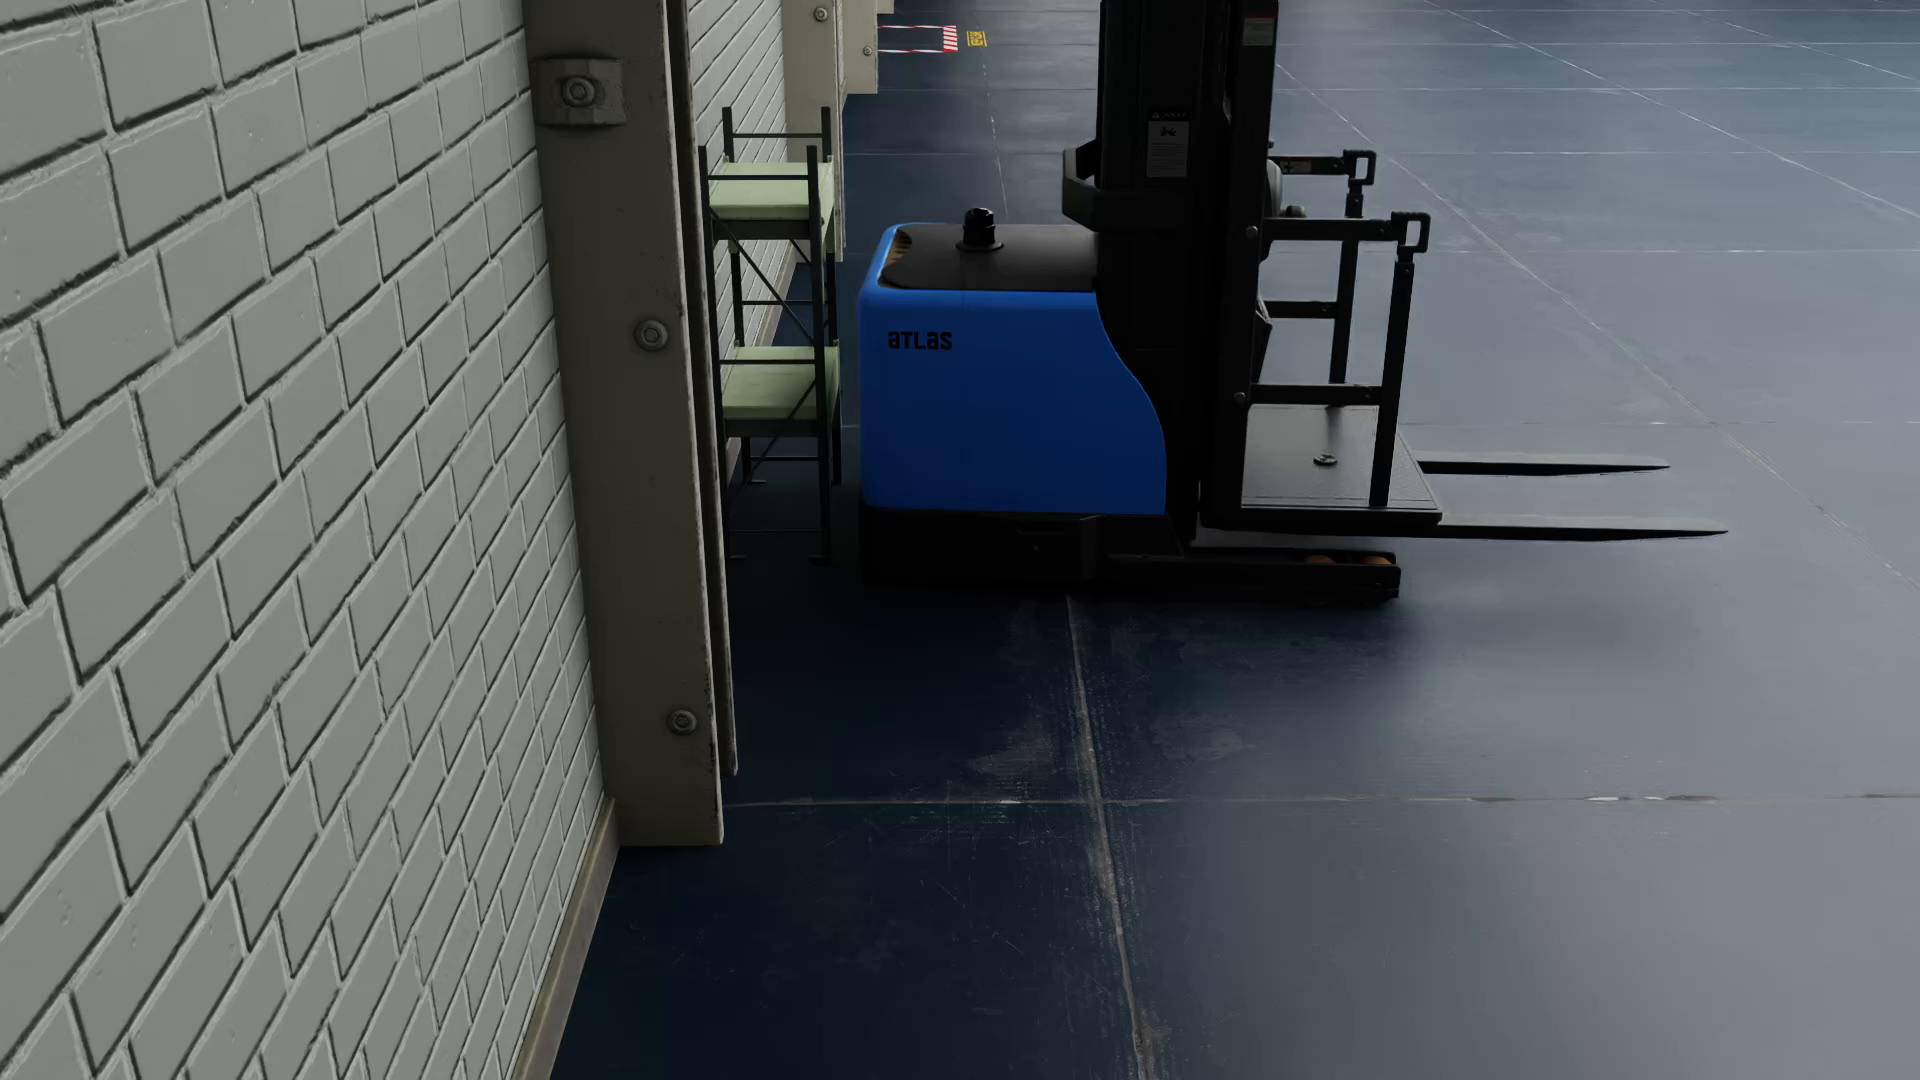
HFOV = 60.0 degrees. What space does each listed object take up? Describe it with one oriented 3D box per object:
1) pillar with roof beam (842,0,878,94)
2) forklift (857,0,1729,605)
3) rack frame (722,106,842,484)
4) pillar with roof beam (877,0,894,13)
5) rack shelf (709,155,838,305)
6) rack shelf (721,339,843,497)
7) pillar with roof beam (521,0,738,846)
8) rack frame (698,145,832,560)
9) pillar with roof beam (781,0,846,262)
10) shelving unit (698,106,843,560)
[{"bbox_3d":[3.379,-8.330,13.748,9.100,9.000,0.400,0,24,-1],"label":"pillar with roof beam"},{"bbox_3d":[1.180,-1.336,5.647,3.031,2.935,1.130,1,24,3],"label":"forklift"},{"bbox_3d":[-0.680,-0.918,6.460,0.400,1.500,0.023,0,24,-1],"label":"rack frame"},{"bbox_3d":[3.314,-10.802,19.214,9.100,9.000,0.400,0,24,-1],"label":"pillar with roof beam"},{"bbox_3d":[-0.676,-1.123,5.966,0.431,0.370,0.720,0,24,-1],"label":"rack shelf"},{"bbox_3d":[-0.676,-0.470,6.261,0.431,0.370,0.720,0,24,-1],"label":"rack shelf"},{"bbox_3d":[3.510,-3.385,2.815,9.100,9.000,0.400,0,24,-1],"label":"pillar with roof beam"},{"bbox_3d":[-0.672,-0.617,5.793,0.400,1.500,0.023,0,24,-1],"label":"rack frame"},{"bbox_3d":[3.445,-5.858,8.281,9.100,9.000,0.400,0,24,-1],"label":"pillar with roof beam"},{"bbox_3d":[-0.676,-0.767,6.127,0.431,1.500,0.755,0,24,-1],"label":"shelving unit"}]
